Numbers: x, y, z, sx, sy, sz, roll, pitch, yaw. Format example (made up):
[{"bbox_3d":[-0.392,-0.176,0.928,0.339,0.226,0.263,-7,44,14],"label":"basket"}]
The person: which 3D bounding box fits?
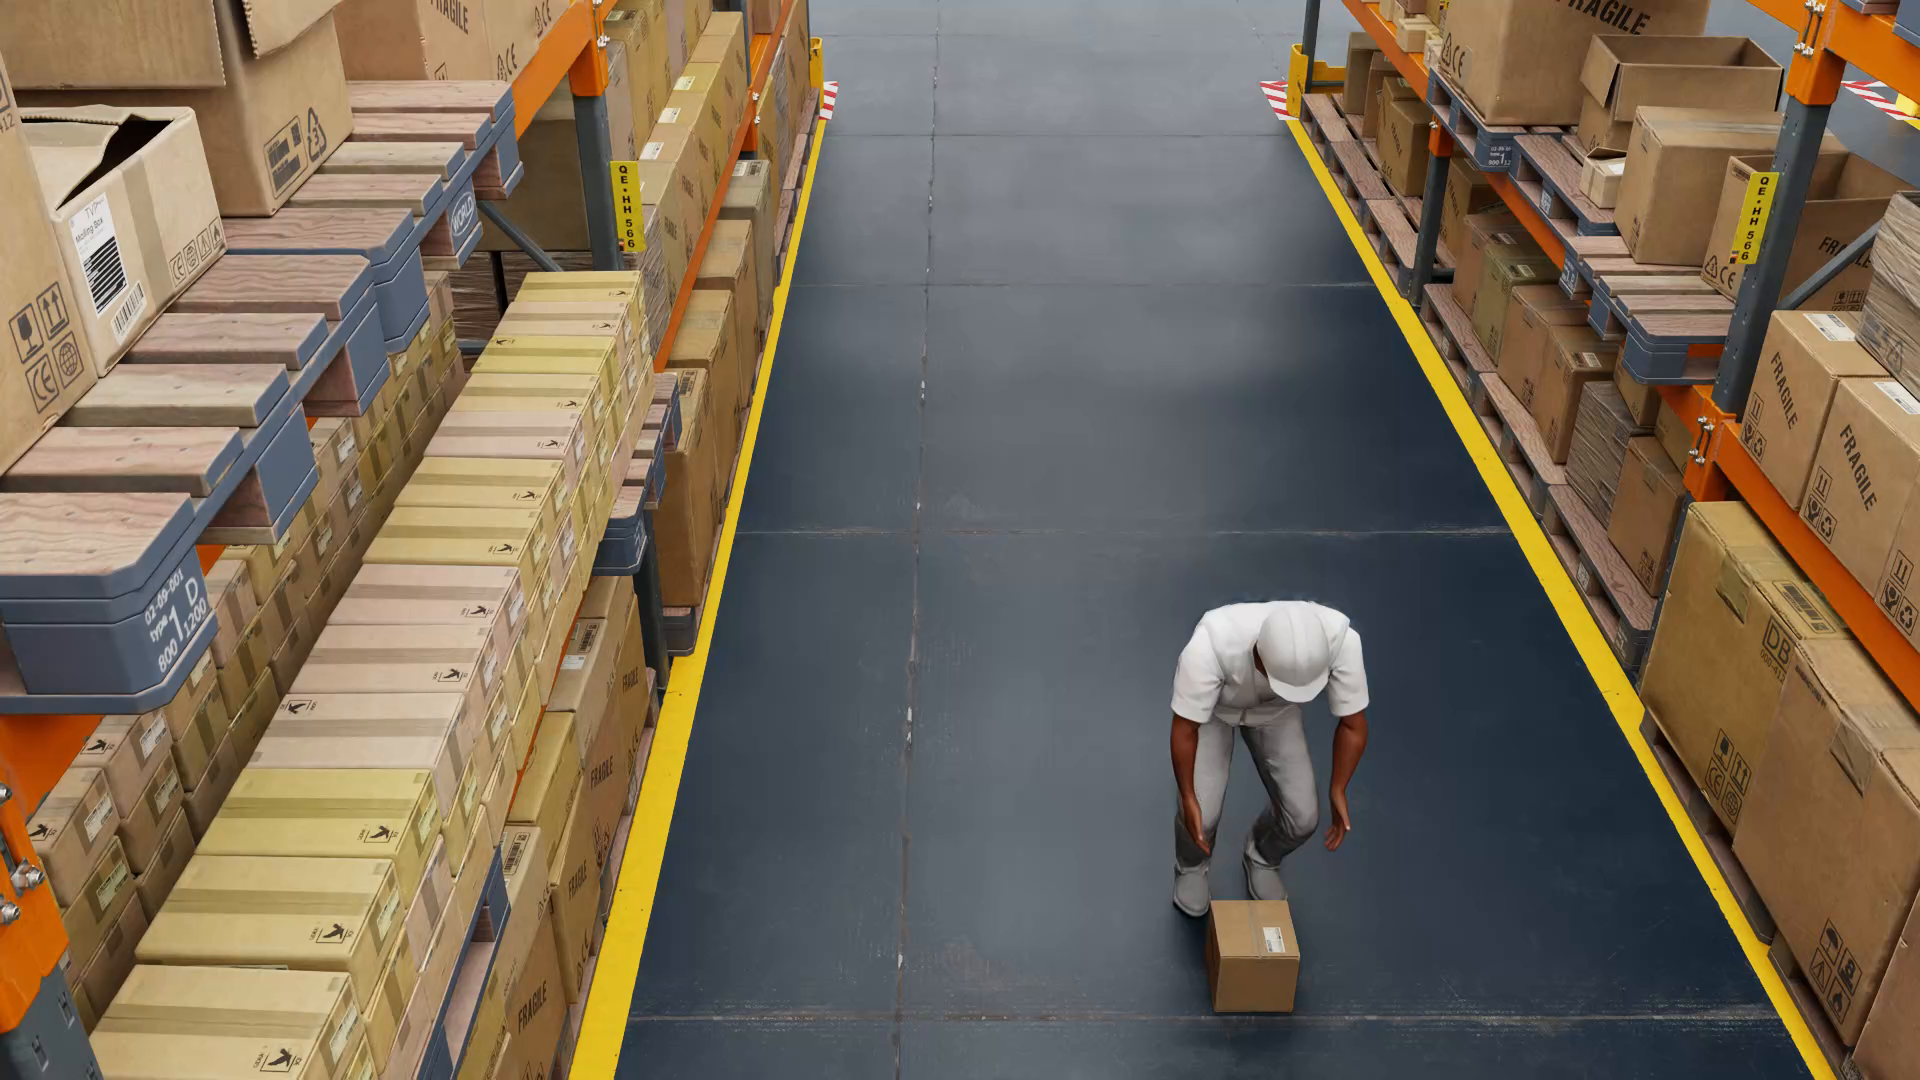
[{"bbox_3d":[0.978,0.651,5.422,0.631,1.373,0.779,0,31,0],"label":"person"}]
